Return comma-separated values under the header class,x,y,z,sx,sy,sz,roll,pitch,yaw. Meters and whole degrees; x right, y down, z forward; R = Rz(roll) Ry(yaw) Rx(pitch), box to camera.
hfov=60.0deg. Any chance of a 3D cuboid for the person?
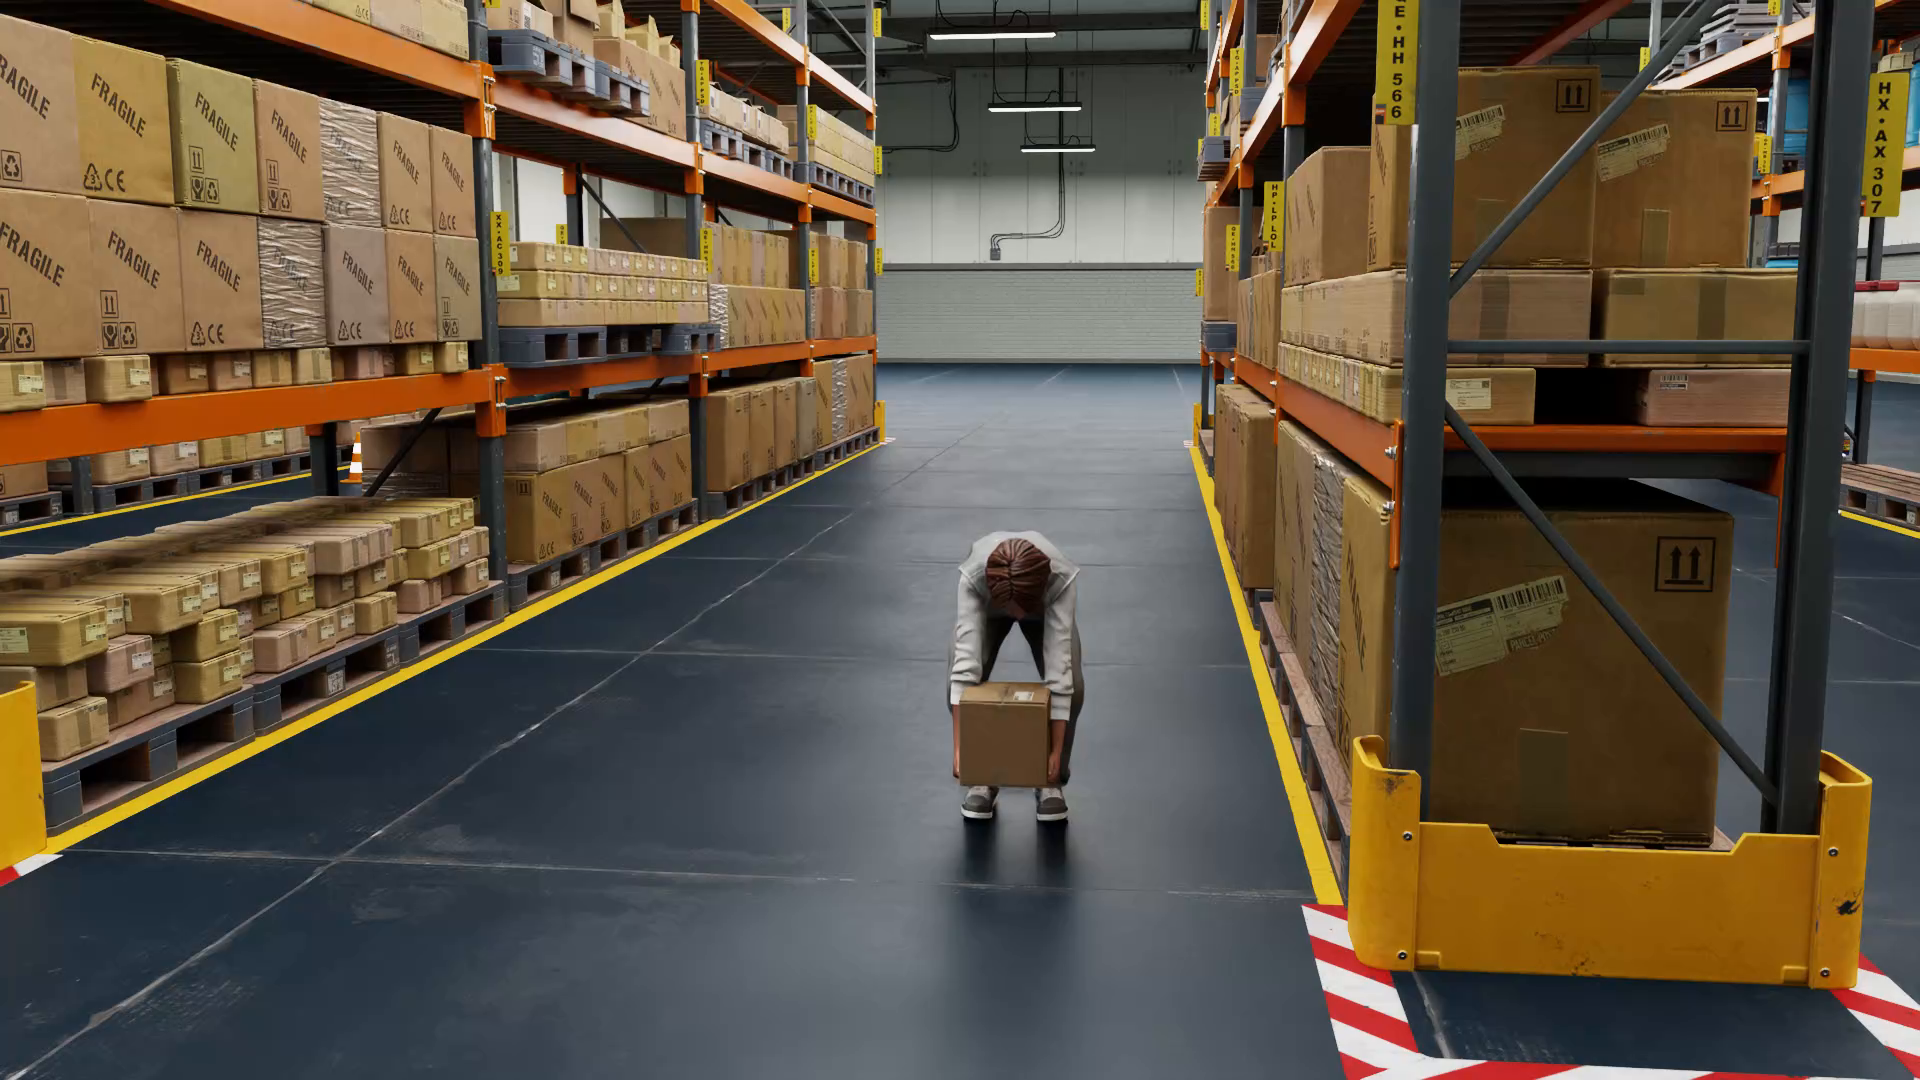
class,x,y,z,sx,sy,sz,roll,pitch,yaw
person,0.169,0.425,5.114,0.425,0.953,0.862,0,8,3
